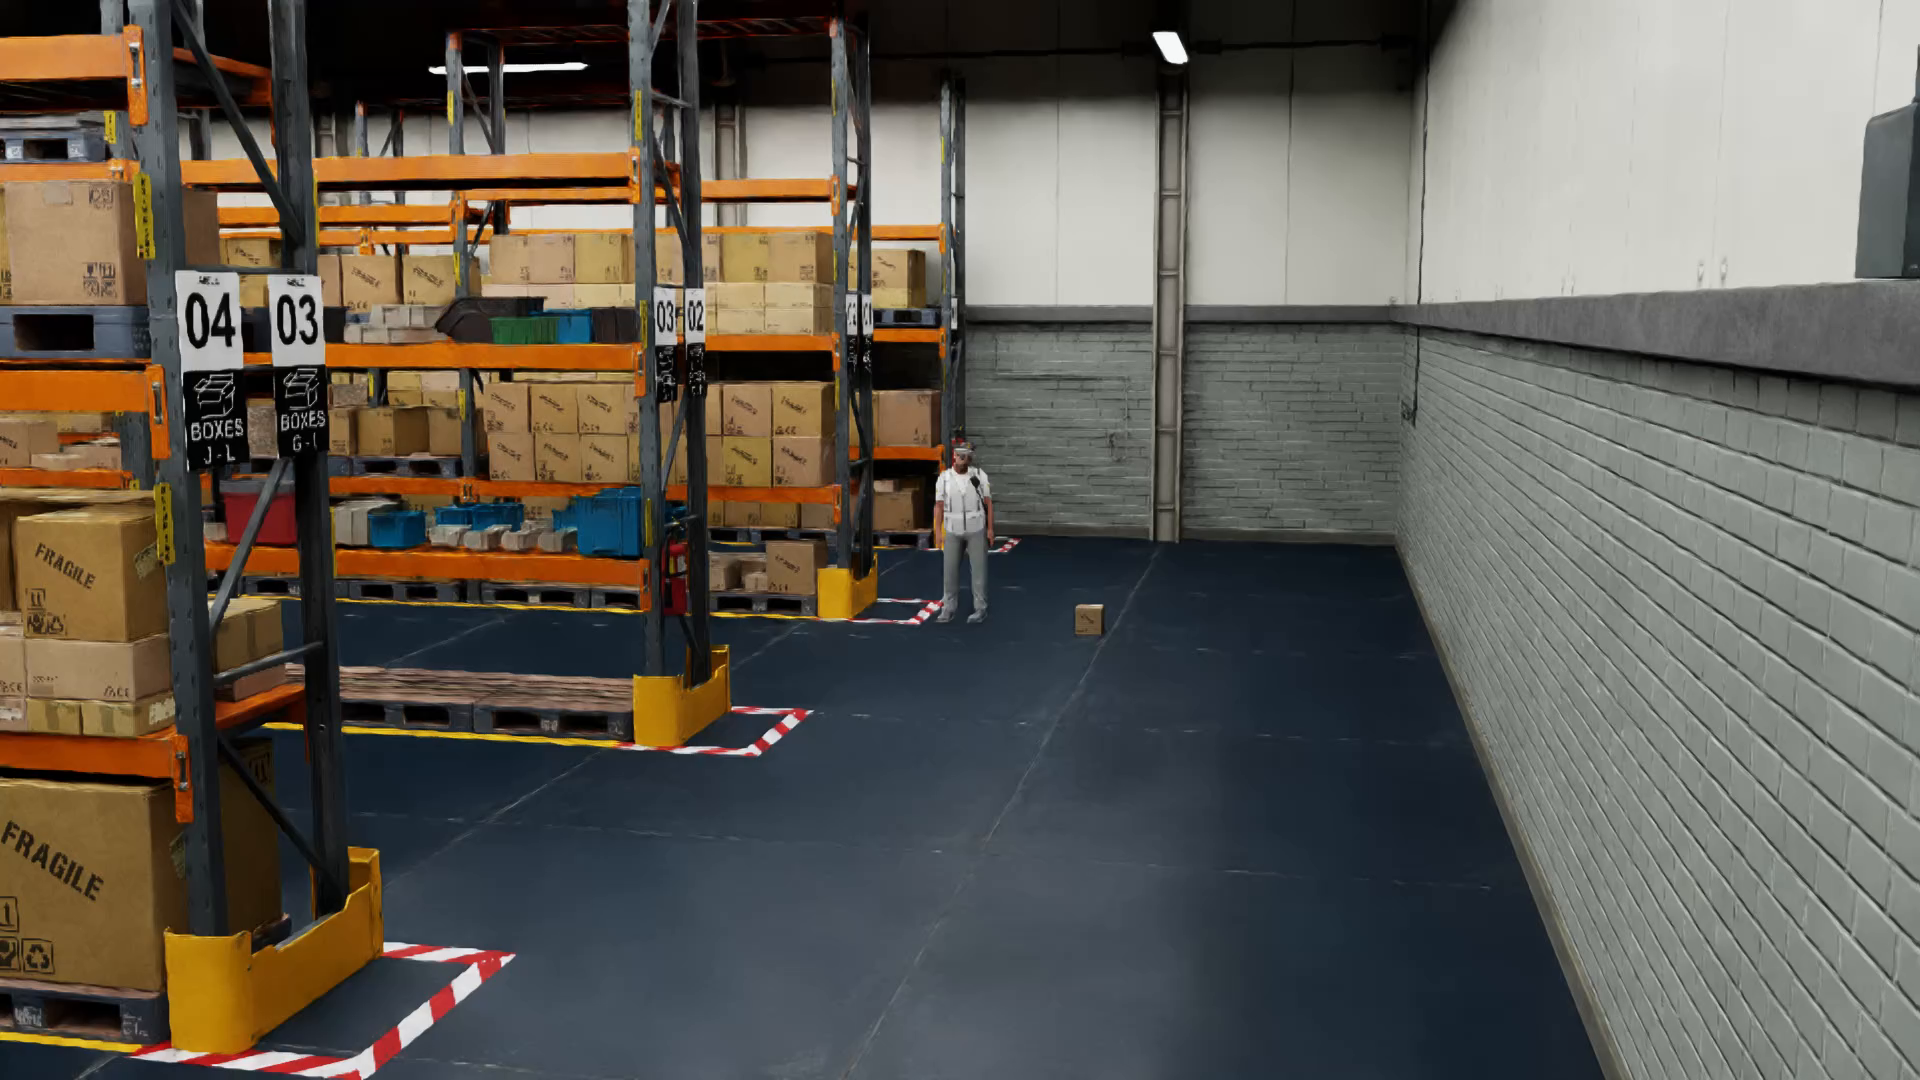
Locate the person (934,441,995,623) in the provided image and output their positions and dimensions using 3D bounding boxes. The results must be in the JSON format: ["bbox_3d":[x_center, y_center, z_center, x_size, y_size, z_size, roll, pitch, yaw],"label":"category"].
[{"bbox_3d":[0.043,-0.083,16.197,0.587,1.770,0.407,0,8,1],"label":"person"}]
